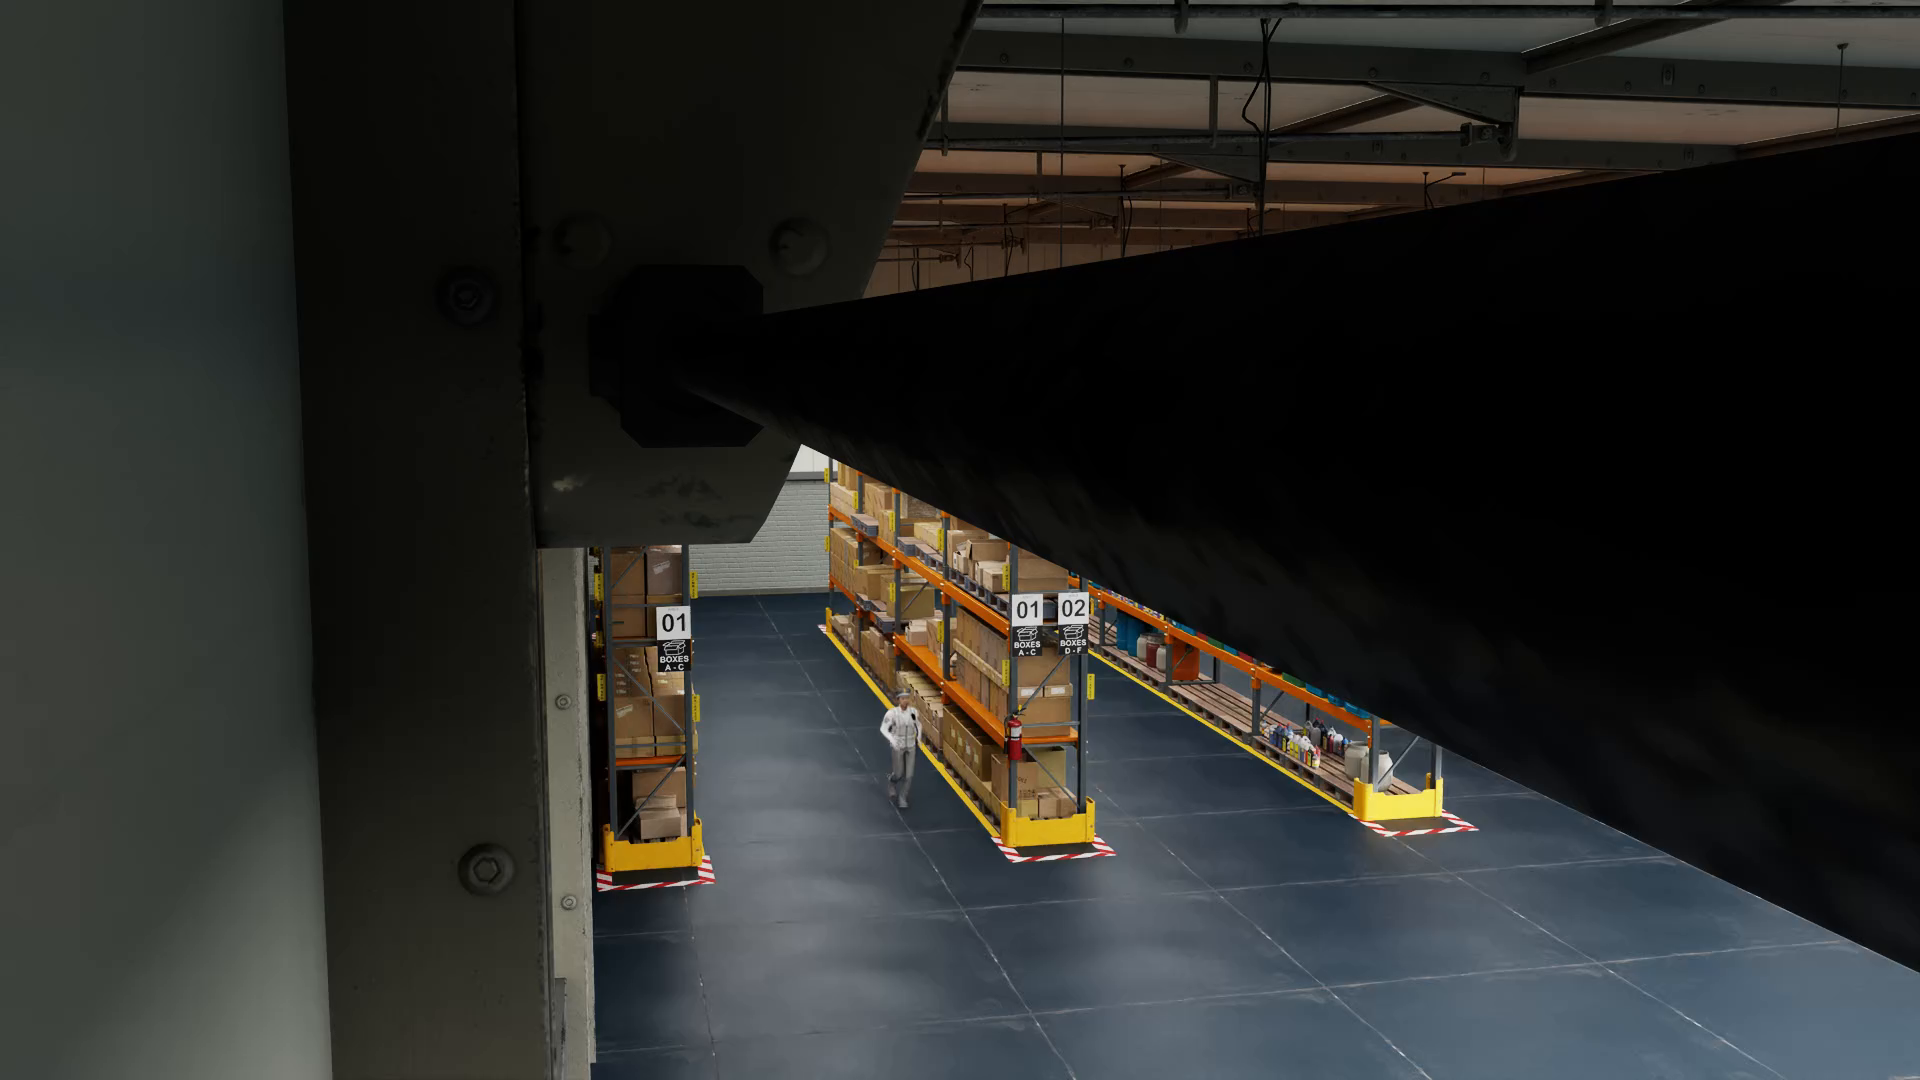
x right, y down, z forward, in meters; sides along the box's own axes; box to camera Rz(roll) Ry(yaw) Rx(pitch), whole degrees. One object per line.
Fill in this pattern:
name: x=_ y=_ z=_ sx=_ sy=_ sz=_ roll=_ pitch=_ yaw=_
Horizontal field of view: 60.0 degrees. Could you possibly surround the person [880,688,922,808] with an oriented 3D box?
person: x=-0.784 y=2.820 z=22.733 sx=0.602 sy=1.647 sz=0.543 roll=-2 pitch=7 yaw=-20
